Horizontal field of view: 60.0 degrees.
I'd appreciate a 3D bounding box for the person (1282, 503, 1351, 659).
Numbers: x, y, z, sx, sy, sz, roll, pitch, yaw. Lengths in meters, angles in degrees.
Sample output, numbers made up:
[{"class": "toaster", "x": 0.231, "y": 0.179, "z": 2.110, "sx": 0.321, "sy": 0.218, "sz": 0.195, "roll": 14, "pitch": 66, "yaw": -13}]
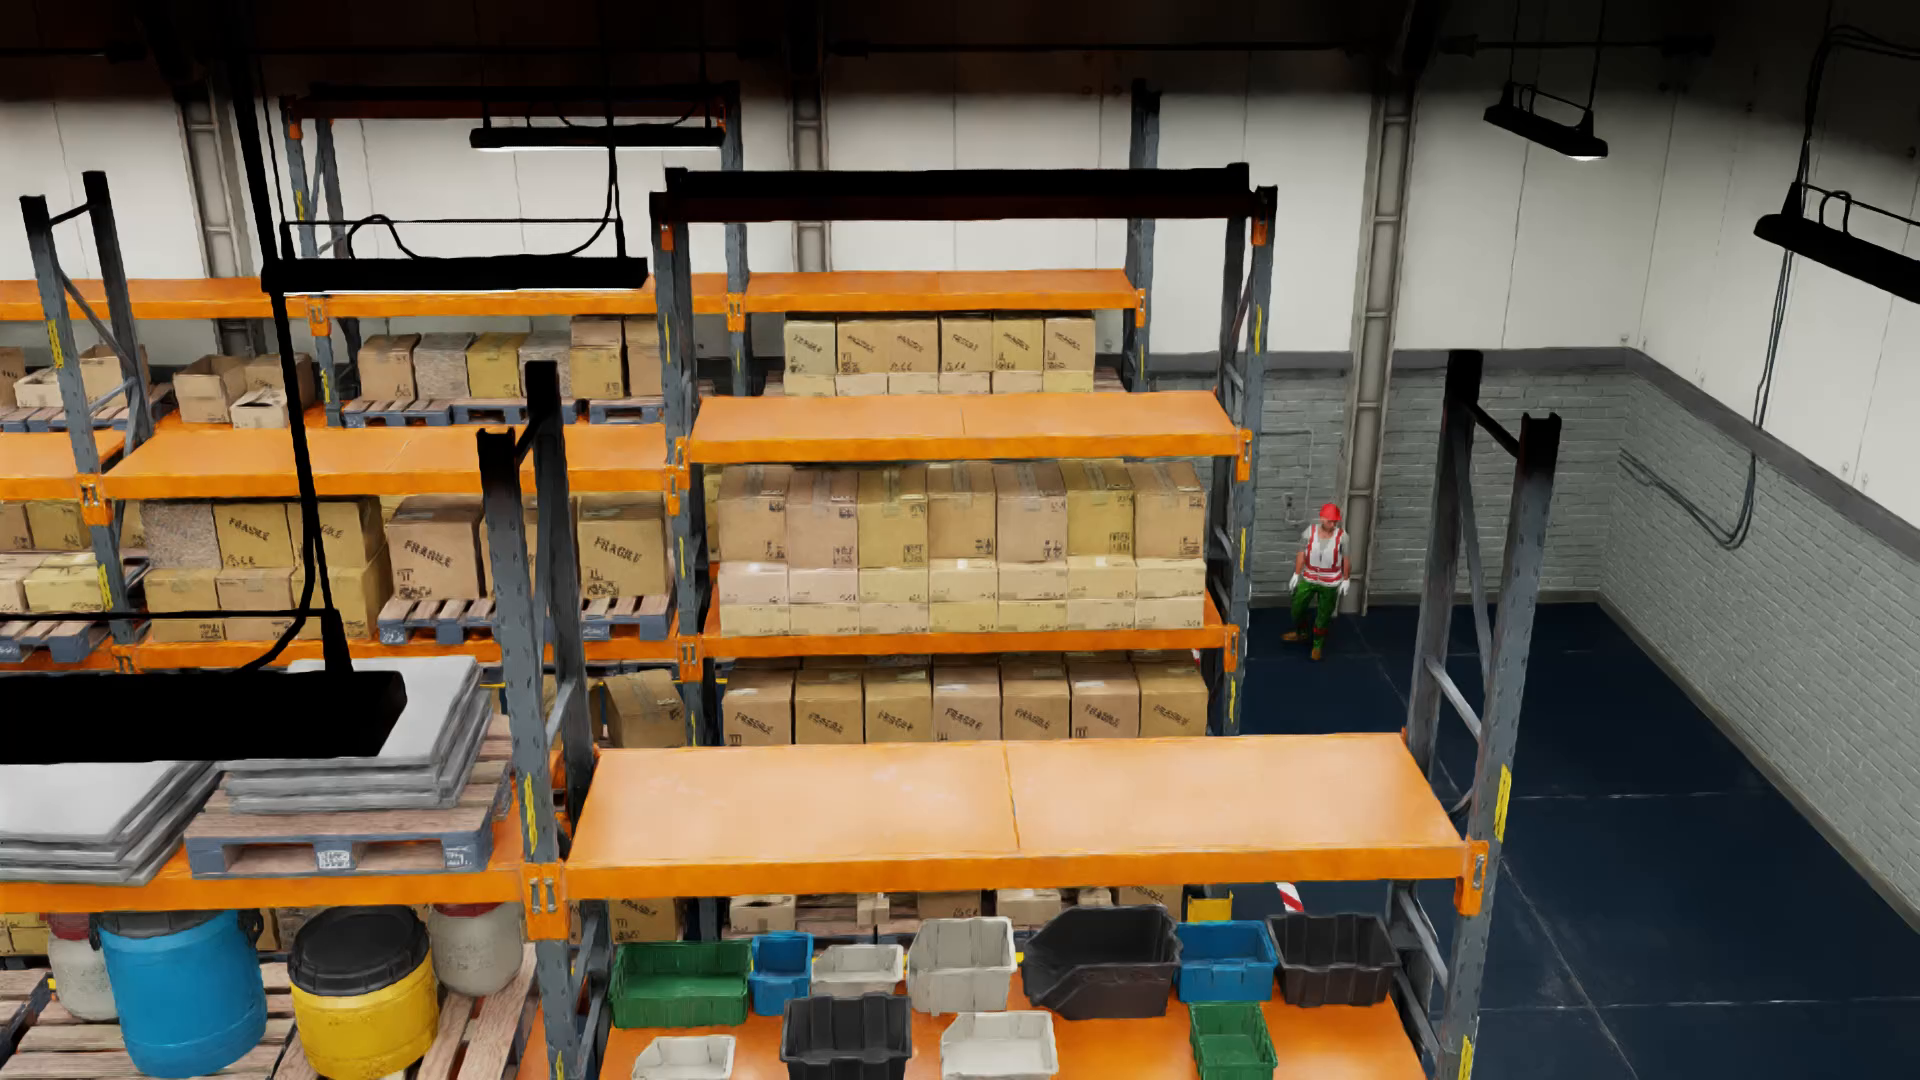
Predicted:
[{"class": "person", "x": 3.808, "y": 0.406, "z": 17.754, "sx": 0.701, "sy": 1.776, "sz": 0.463, "roll": 10, "pitch": 24, "yaw": 24}]
